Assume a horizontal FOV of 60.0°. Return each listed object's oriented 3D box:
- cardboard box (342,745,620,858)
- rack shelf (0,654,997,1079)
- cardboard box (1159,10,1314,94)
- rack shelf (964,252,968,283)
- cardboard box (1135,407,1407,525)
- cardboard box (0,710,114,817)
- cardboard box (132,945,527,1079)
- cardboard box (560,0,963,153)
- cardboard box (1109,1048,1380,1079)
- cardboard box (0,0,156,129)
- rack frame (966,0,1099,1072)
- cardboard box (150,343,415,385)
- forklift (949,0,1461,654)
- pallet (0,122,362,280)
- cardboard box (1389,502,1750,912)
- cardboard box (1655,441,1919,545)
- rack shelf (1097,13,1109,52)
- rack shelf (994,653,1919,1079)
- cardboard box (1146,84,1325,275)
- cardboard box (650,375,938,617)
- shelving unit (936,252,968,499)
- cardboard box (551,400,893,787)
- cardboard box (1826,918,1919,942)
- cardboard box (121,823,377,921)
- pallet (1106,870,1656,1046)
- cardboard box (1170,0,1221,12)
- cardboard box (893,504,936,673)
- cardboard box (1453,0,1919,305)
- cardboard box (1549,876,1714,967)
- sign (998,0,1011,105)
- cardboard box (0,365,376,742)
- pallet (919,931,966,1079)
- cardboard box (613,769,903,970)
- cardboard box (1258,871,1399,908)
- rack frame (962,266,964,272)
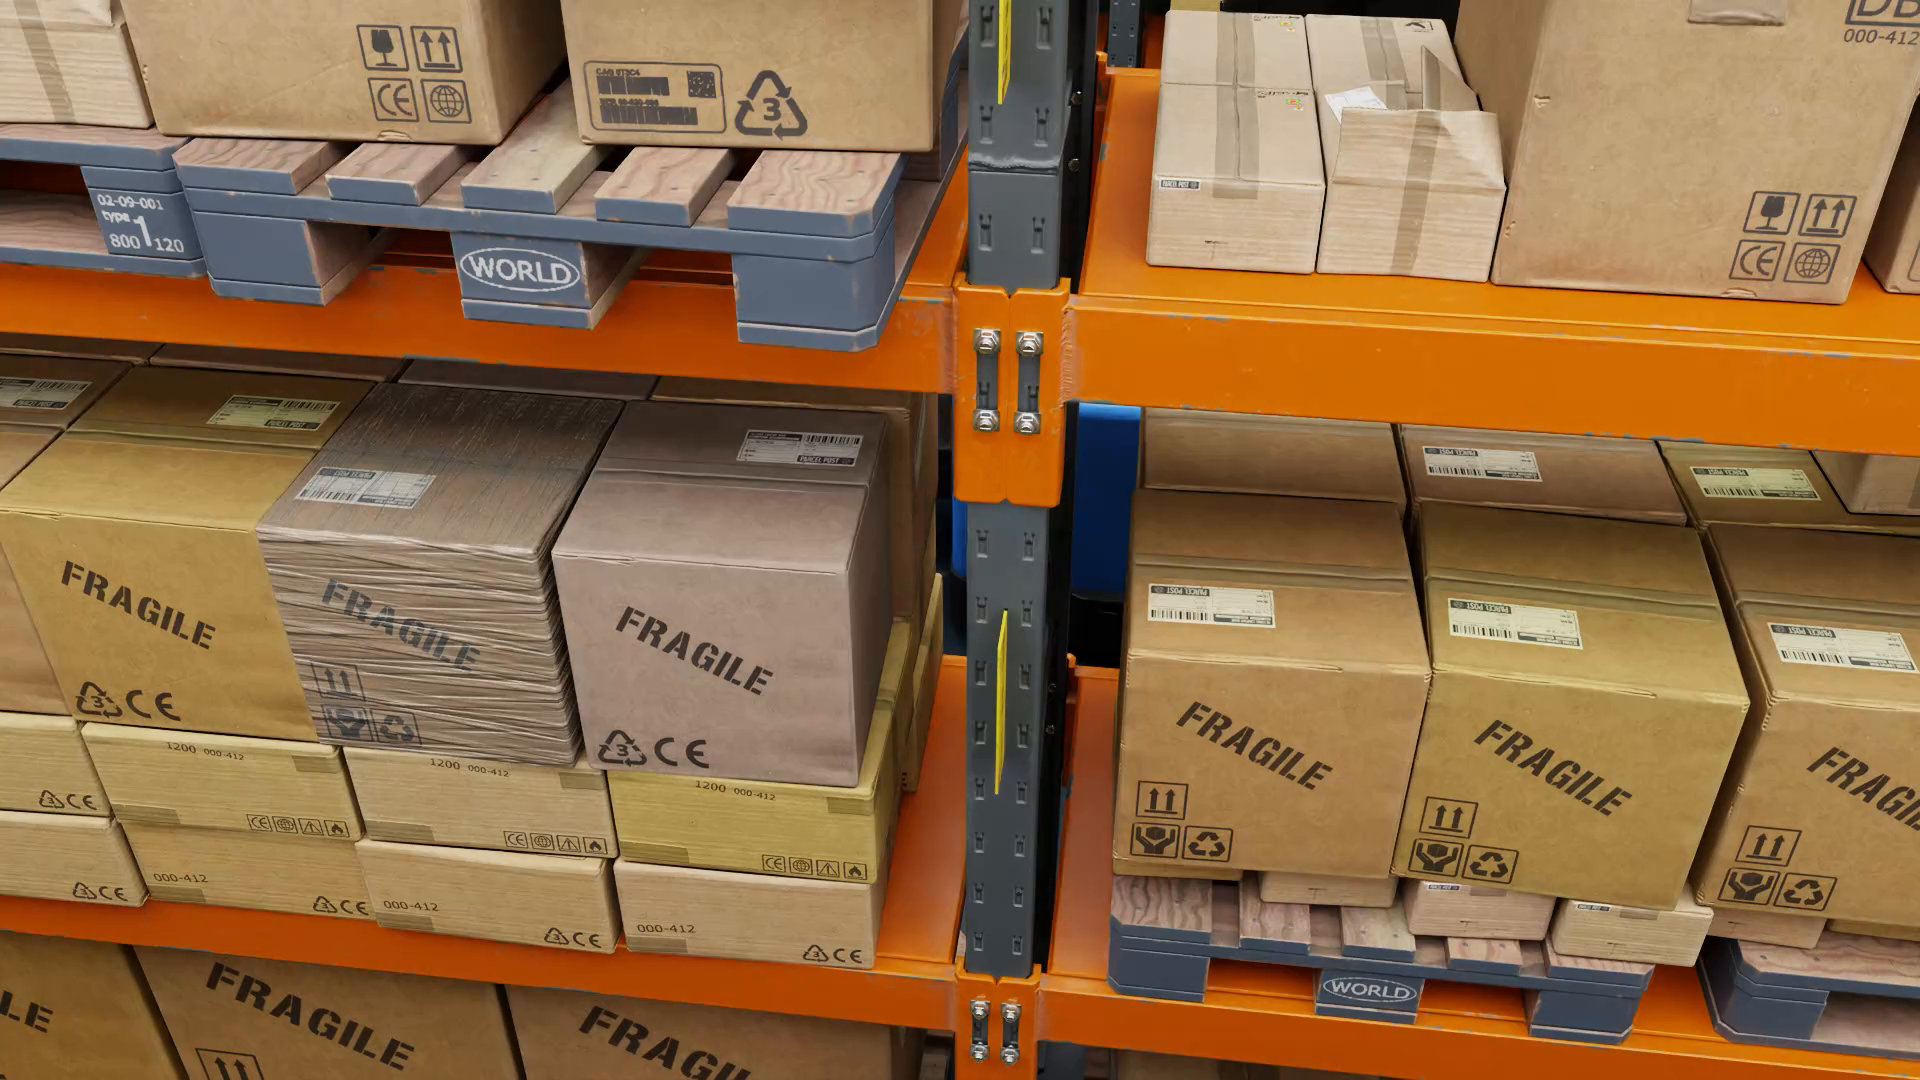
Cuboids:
[{"bbox_3d":[-0.885,0.359,3.364,0.500,0.250,0.500,3,36,5],"label":"cardboard box"},{"bbox_3d":[-1.847,0.571,3.986,4.000,0.370,1.077,4,36,6],"label":"rack shelf"},{"bbox_3d":[0.476,-0.790,2.909,0.250,0.149,0.380,4,36,6],"label":"cardboard box"},{"bbox_3d":[-0.212,-0.862,6.173,0.480,0.518,0.431,5,36,7],"label":"rack shelf"},{"bbox_3d":[0.623,-0.033,3.510,0.500,0.500,0.500,3,36,5],"label":"cardboard box"},{"bbox_3d":[-1.911,0.295,3.454,0.500,0.250,0.500,3,36,5],"label":"cardboard box"},{"bbox_3d":[-1.422,0.953,4.300,0.875,0.875,0.875,5,36,7],"label":"cardboard box"},{"bbox_3d":[-0.257,-0.948,2.464,0.637,0.503,0.797,2,36,3],"label":"cardboard box"},{"bbox_3d":[0.696,1.373,4.145,0.625,0.372,0.950,2,36,3],"label":"cardboard box"},{"bbox_3d":[-1.274,-0.811,2.476,0.258,0.266,0.396,3,36,5],"label":"cardboard box"},{"bbox_3d":[0.136,0.427,3.570,0.127,3.000,1.000,4,36,6],"label":"rack frame"},{"bbox_3d":[-1.326,-0.277,3.609,0.500,0.500,0.500,5,36,7],"label":"cardboard box"},{"bbox_3d":[1.520,-0.970,5.586,3.031,2.935,1.130,5,36,7],"label":"forklift"},{"bbox_3d":[-1.619,-0.816,2.891,1.213,0.211,1.003,6,36,8],"label":"pallet"},{"bbox_3d":[1.071,0.295,3.051,0.500,0.500,0.500,6,36,8],"label":"cardboard box"},{"bbox_3d":[1.638,0.036,3.414,0.500,0.500,0.500,2,36,3],"label":"cardboard box"},{"bbox_3d":[-1.219,-2.289,7.994,4.000,0.370,1.077,4,36,6],"label":"rack shelf"},{"bbox_3d":[2.120,0.867,3.572,4.000,0.370,1.077,4,36,6],"label":"rack shelf"},{"bbox_3d":[0.427,-0.571,2.602,0.250,0.149,0.380,4,36,6],"label":"cardboard box"},{"bbox_3d":[-0.322,-0.198,3.499,0.500,0.500,0.500,3,36,4],"label":"cardboard box"},{"bbox_3d":[-0.212,-0.873,6.166,0.503,2.100,0.431,5,36,7],"label":"shelving unit"},{"bbox_3d":[-0.410,0.091,3.093,0.500,0.500,0.500,3,36,5],"label":"cardboard box"},{"bbox_3d":[1.781,0.580,3.210,0.250,0.149,0.380,6,36,8],"label":"cardboard box"},{"bbox_3d":[-1.404,0.525,3.562,0.500,0.250,0.500,4,36,5],"label":"cardboard box"},{"bbox_3d":[0.857,0.496,3.638,1.003,0.211,1.213,4,36,6],"label":"pallet"},{"bbox_3d":[1.171,-2.388,7.213,0.500,0.250,0.500,4,36,6],"label":"cardboard box"},{"bbox_3d":[-0.335,0.104,3.720,0.500,0.250,0.500,4,36,6],"label":"cardboard box"},{"bbox_3d":[1.075,-0.759,2.563,0.500,0.500,0.700,4,36,6],"label":"cardboard box"},{"bbox_3d":[1.247,0.608,3.170,0.250,0.149,0.380,4,36,6],"label":"cardboard box"},{"bbox_3d":[0.058,-0.718,2.078,0.005,0.325,0.100,4,36,6],"label":"sign"},{"bbox_3d":[-1.411,0.018,3.196,0.500,0.500,0.500,4,36,6],"label":"cardboard box"},{"bbox_3d":[-0.636,1.460,4.523,1.213,0.211,1.003,4,36,6],"label":"pallet"},{"bbox_3d":[-0.398,0.600,3.457,0.500,0.250,0.500,3,36,4],"label":"cardboard box"},{"bbox_3d":[0.711,0.529,3.281,0.250,0.149,0.380,2,36,3],"label":"cardboard box"},{"bbox_3d":[0.029,-0.852,6.137,0.015,2.100,0.400,5,36,7],"label":"rack frame"}]
